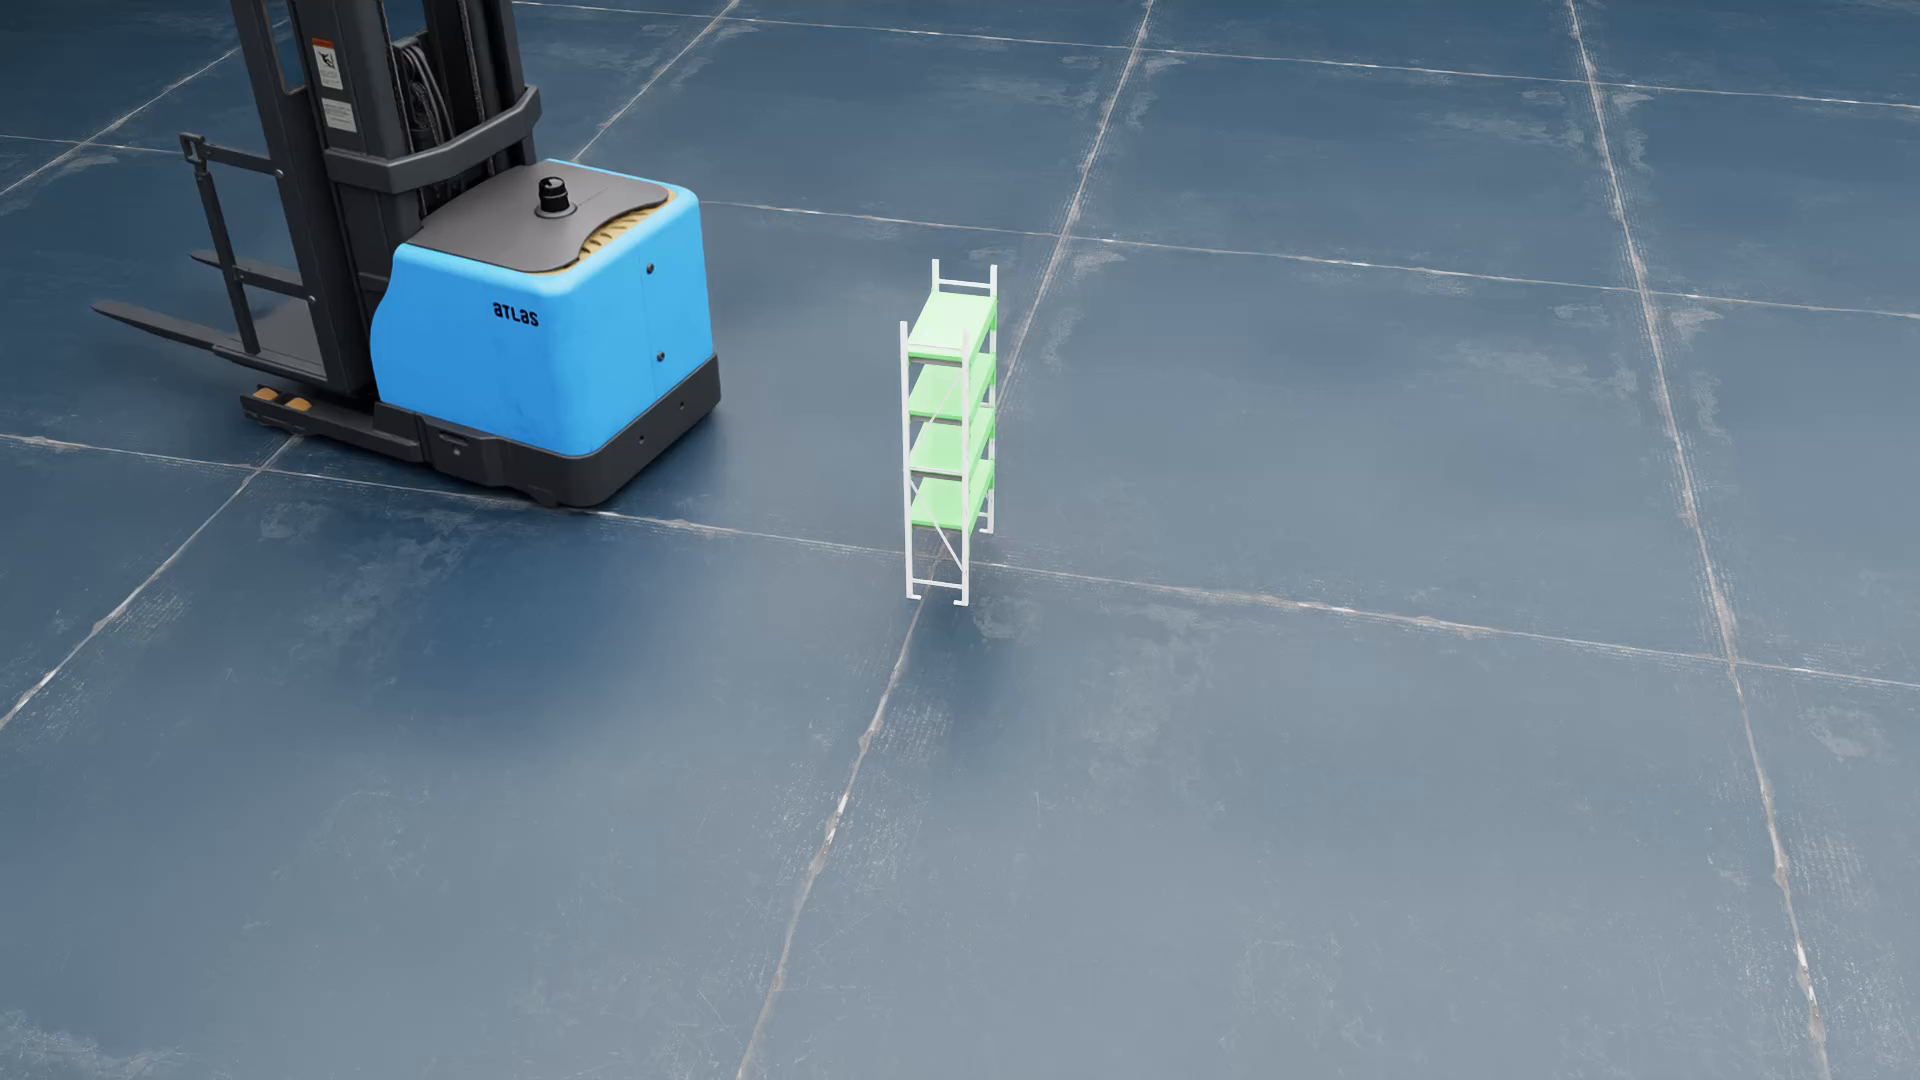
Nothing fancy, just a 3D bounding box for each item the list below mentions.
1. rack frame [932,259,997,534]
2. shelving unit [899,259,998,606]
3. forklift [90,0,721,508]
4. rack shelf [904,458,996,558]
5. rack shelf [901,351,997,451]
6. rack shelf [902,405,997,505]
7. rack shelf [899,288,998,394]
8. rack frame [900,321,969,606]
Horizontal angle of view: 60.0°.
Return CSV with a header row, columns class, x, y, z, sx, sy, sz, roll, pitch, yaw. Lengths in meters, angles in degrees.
class,x,y,z,sx,sy,sz,roll,pitch,yaw
rack frame,0.017,-0.531,6.460,0.240,1.200,0.015,7,37,10
shelving unit,-0.035,-0.391,6.267,0.258,1.200,0.503,7,37,10
forklift,-2.633,-1.908,6.885,3.031,2.935,1.130,16,39,21
rack shelf,-0.035,-0.145,6.445,0.258,0.148,0.480,7,37,10
rack shelf,-0.035,-0.534,6.164,0.258,0.148,0.480,7,37,10
rack shelf,-0.035,-0.339,6.304,0.258,0.148,0.480,7,37,10
rack shelf,-0.035,-0.728,6.023,0.258,0.148,0.480,7,37,10
rack frame,-0.087,-0.251,6.074,0.240,1.200,0.015,7,37,10
